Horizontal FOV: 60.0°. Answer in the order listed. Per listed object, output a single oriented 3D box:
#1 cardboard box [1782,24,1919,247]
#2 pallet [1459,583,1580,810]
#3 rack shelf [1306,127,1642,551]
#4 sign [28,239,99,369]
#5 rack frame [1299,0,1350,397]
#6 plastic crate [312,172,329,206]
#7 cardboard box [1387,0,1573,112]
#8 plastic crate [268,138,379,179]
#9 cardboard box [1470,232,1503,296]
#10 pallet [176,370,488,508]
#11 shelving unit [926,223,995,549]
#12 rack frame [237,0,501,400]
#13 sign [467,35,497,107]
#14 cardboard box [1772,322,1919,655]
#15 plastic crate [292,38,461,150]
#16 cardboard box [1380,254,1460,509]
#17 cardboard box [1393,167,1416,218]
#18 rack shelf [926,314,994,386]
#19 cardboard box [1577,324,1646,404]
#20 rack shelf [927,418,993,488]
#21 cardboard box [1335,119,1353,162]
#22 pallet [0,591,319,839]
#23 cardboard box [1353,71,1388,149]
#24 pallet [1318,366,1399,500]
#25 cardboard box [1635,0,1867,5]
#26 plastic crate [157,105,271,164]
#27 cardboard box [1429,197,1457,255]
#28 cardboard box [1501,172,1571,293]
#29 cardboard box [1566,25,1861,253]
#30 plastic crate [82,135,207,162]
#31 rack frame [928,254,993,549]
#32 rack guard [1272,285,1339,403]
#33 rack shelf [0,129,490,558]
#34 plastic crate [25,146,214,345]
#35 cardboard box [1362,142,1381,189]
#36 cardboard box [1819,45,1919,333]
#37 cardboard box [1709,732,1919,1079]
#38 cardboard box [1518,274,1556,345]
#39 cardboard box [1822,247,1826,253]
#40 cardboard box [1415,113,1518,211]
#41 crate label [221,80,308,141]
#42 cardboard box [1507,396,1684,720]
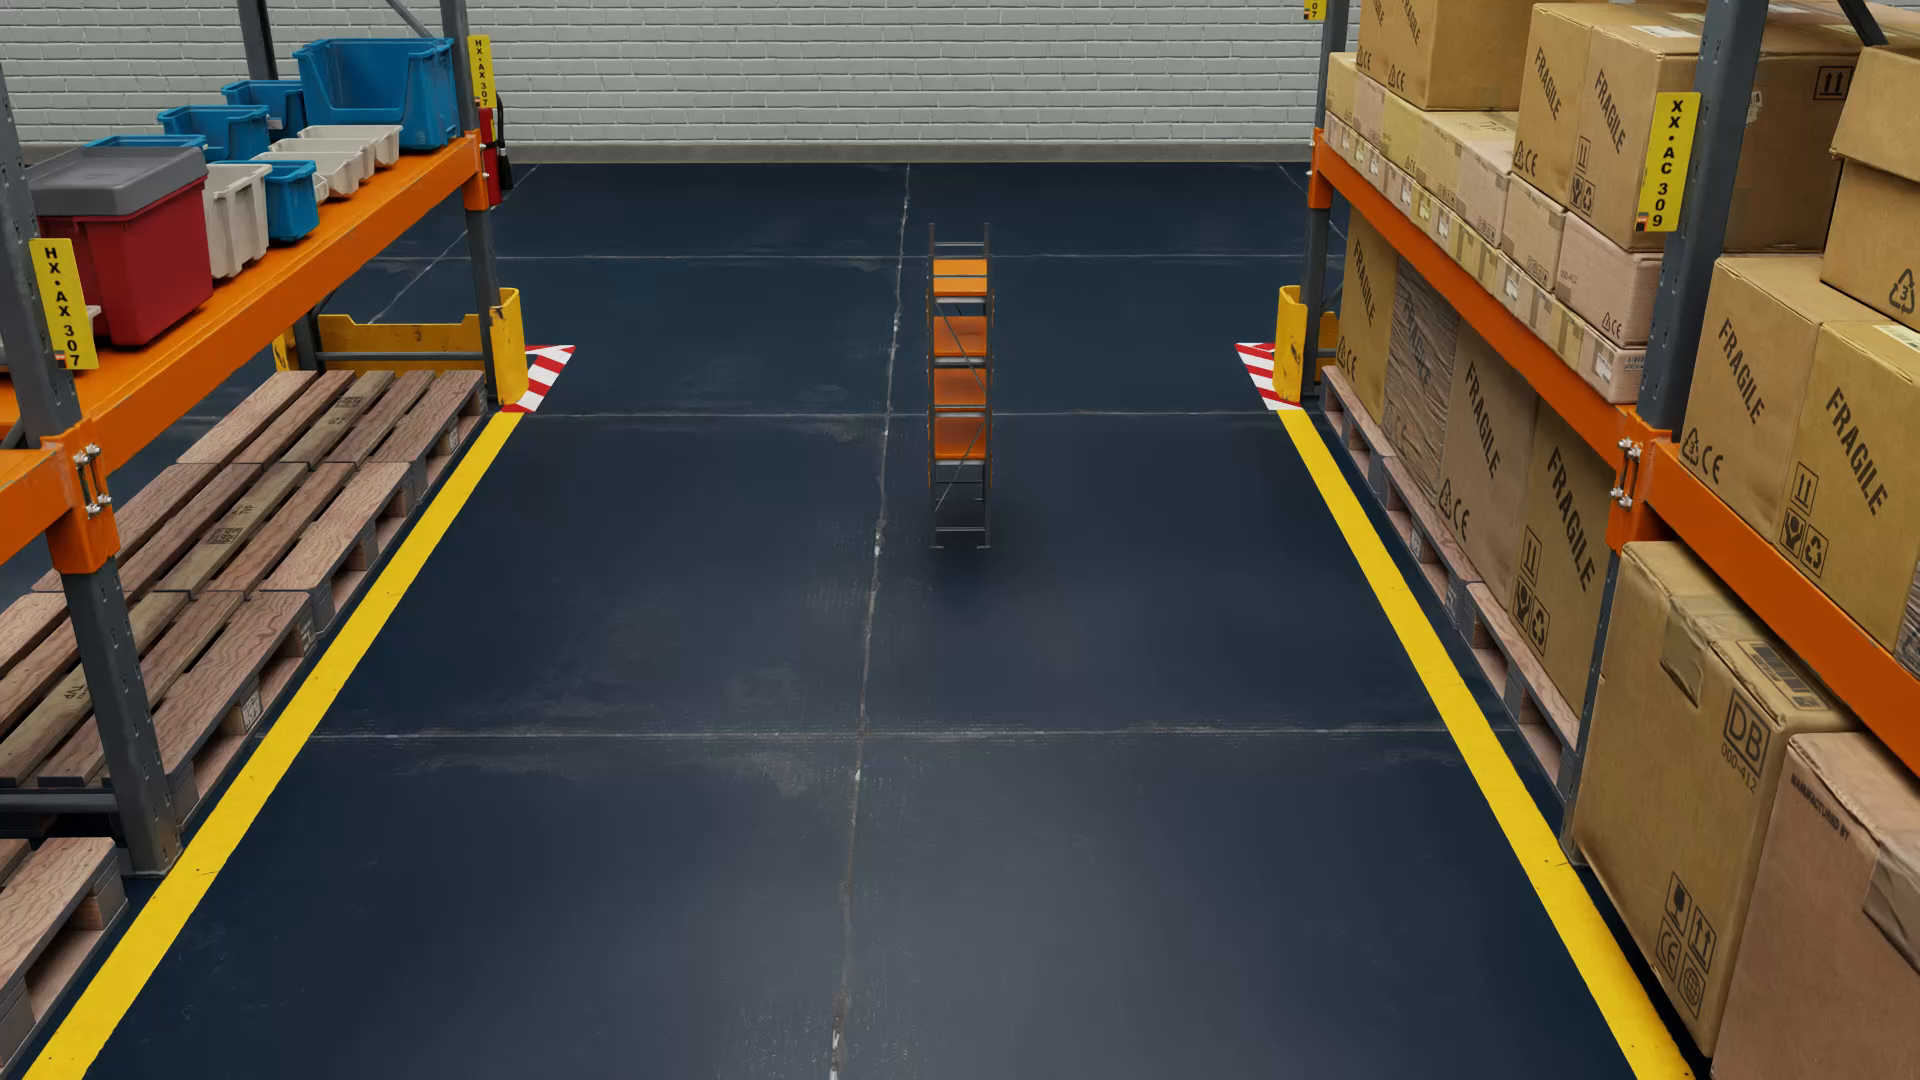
[{"bbox_3d":[2.479,-1.072,4.392,0.500,0.500,0.500,0,24,-1],"label":"cardboard box"},{"bbox_3d":[2.299,0.492,5.406,1.003,0.211,1.213,0,24,-1],"label":"pallet"},{"bbox_3d":[2.207,-0.961,6.108,1.077,0.370,4.000,0,24,-1],"label":"rack shelf"},{"bbox_3d":[-2.174,-0.570,4.035,0.100,0.325,0.005,0,24,-1],"label":"sign"},{"bbox_3d":[2.185,-2.113,7.782,1.000,3.000,0.127,0,24,-1],"label":"rack frame"},{"bbox_3d":[-2.540,-1.307,6.247,0.298,0.136,0.250,0,24,-1],"label":"plastic crate"},{"bbox_3d":[1.938,-1.904,6.230,0.500,0.500,0.500,-1,24,-2],"label":"cardboard box"},{"bbox_3d":[-2.589,-1.543,6.770,0.396,0.136,0.243,0,24,-1],"label":"plastic crate"},{"bbox_3d":[1.886,-0.899,5.402,0.380,0.149,0.250,0,24,0],"label":"cardboard box"},{"bbox_3d":[-2.797,-0.480,7.556,1.003,0.211,1.213,0,24,-1],"label":"pallet"},{"bbox_3d":[-0.002,-0.615,6.654,0.258,1.200,0.503,0,24,-1],"label":"shelving unit"},{"bbox_3d":[-2.768,-2.091,7.733,1.000,3.000,0.127,0,24,-1],"label":"rack frame"},{"bbox_3d":[-2.218,-2.174,7.720,0.100,0.325,0.005,0,24,-1],"label":"sign"},{"bbox_3d":[1.990,-0.113,3.238,0.500,0.500,0.500,0,24,0],"label":"cardboard box"},{"bbox_3d":[-2.577,-1.997,7.410,0.616,0.435,0.499,0,24,-1],"label":"plastic crate"},{"bbox_3d":[2.282,-0.698,6.722,0.875,0.875,0.875,0,24,-1],"label":"cardboard box"},{"bbox_3d":[1.875,-1.321,6.336,0.380,0.149,0.250,-1,24,-1],"label":"cardboard box"},{"bbox_3d":[-0.002,-0.757,6.589,0.258,0.148,0.480,0,24,-1],"label":"rack shelf"},{"bbox_3d":[1.898,-0.475,4.464,0.380,0.149,0.250,0,24,0],"label":"cardboard box"},{"bbox_3d":[-0.002,-0.373,6.763,0.258,0.148,0.480,0,24,-1],"label":"rack shelf"},{"bbox_3d":[1.863,-1.745,7.274,0.380,0.149,0.250,-1,24,-1],"label":"cardboard box"},{"bbox_3d":[-2.771,0.525,5.333,1.003,0.211,1.213,0,24,-1],"label":"pallet"},{"bbox_3d":[1.933,-1.767,6.838,0.500,0.250,0.500,-1,24,-1],"label":"cardboard box"},{"bbox_3d":[2.272,-0.513,7.629,1.003,0.211,1.213,0,24,-1],"label":"pallet"},{"bbox_3d":[2.471,-1.490,5.315,0.500,0.500,0.500,-1,24,-2],"label":"cardboard box"},{"bbox_3d":[-3.087,-1.667,6.927,0.416,0.233,0.300,0,24,-1],"label":"plastic crate"},{"bbox_3d":[1.882,-1.109,5.867,0.380,0.149,0.250,0,24,0],"label":"cardboard box"},{"bbox_3d":[1.953,-0.926,4.979,0.500,0.250,0.500,0,24,1],"label":"cardboard box"},{"bbox_3d":[1.956,-1.062,4.369,0.500,0.500,0.500,0,24,1],"label":"cardboard box"},{"bbox_3d":[-3.080,-1.396,6.327,0.416,0.233,0.300,0,24,-1],"label":"plastic crate"},{"bbox_3d":[0.001,-0.514,6.431,0.240,1.200,0.015,0,24,-1],"label":"rack frame"},{"bbox_3d":[2.185,-0.984,8.319,1.175,0.500,0.348,0,24,-1],"label":"rack guard"},{"bbox_3d":[-2.746,-0.939,6.059,1.077,0.370,4.000,0,24,-1],"label":"rack shelf"},{"bbox_3d":[-2.483,-0.868,4.879,0.402,0.464,0.583,0,24,-1],"label":"plastic crate"},{"bbox_3d":[1.870,-1.532,6.803,0.380,0.149,0.250,-1,24,-1],"label":"cardboard box"},{"bbox_3d":[2.244,-0.704,3.329,0.797,0.503,0.637,-1,24,-2],"label":"cardboard box"},{"bbox_3d":[2.266,0.944,3.092,1.225,0.875,0.875,-1,24,-2],"label":"cardboard box"},{"bbox_3d":[1.892,-0.686,4.933,0.380,0.149,0.250,-1,24,-1],"label":"cardboard box"},{"bbox_3d":[2.486,-0.727,4.538,0.500,0.250,0.500,-1,24,-2],"label":"cardboard box"},{"bbox_3d":[1.946,-1.345,5.905,0.500,0.250,0.500,-1,24,-2],"label":"cardboard box"},{"bbox_3d":[-3.094,-1.939,7.527,0.416,0.233,0.303,0,24,-1],"label":"crate label"},{"bbox_3d":[2.302,0.040,5.091,0.875,0.875,0.875,0,24,-1],"label":"cardboard box"}]
